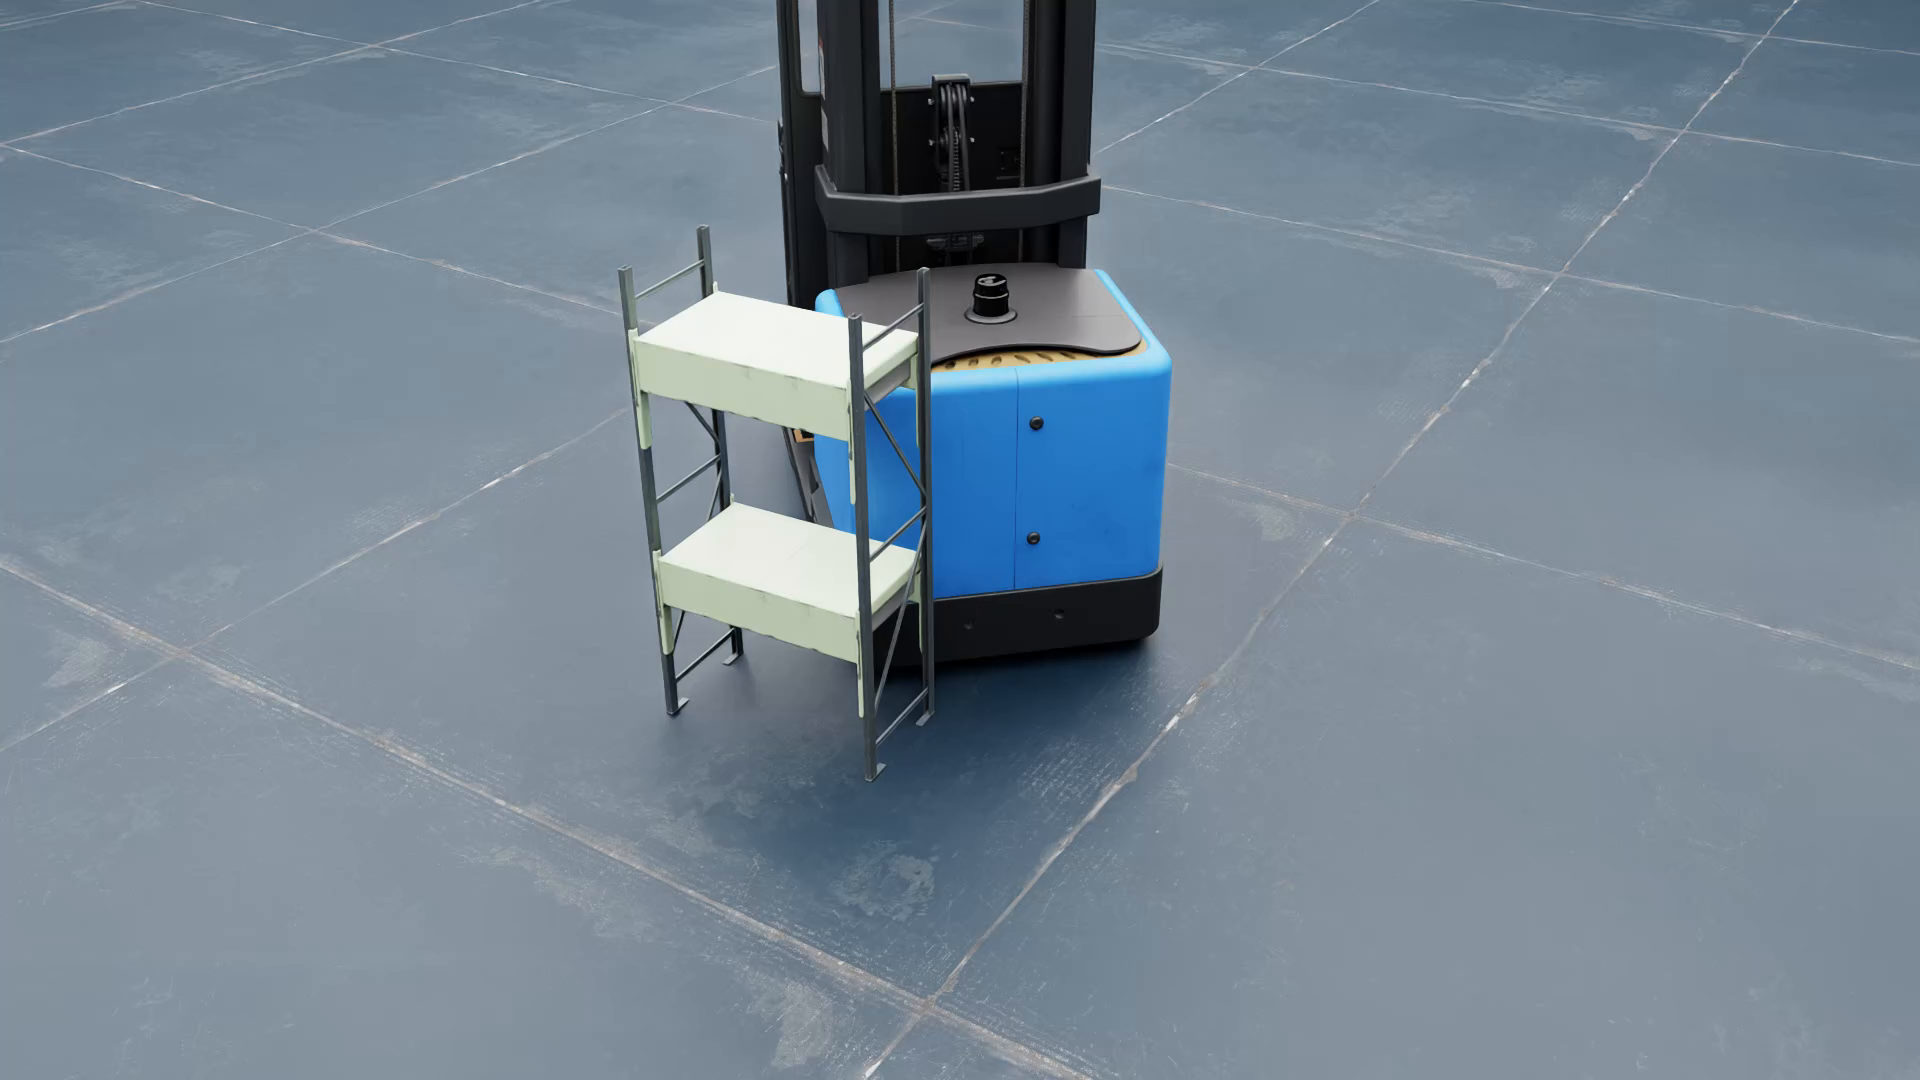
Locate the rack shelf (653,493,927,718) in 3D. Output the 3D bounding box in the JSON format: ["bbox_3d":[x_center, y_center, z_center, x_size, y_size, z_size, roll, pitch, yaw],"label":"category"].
[{"bbox_3d":[-0.507,0.187,5.087,0.720,0.370,0.431,15,34,24],"label":"rack shelf"}]

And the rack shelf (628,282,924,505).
[{"bbox_3d":[-0.508,-0.431,4.725,0.720,0.370,0.431,15,34,24],"label":"rack shelf"}]

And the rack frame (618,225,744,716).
[{"bbox_3d":[-0.832,-0.180,5.069,0.023,1.500,0.400,15,34,24],"label":"rack frame"}]

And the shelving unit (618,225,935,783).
[{"bbox_3d":[-0.508,-0.094,4.922,0.755,1.500,0.431,15,34,24],"label":"shelving unit"}]

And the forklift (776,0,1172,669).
[{"bbox_3d":[-0.126,-1.577,6.045,1.130,2.935,3.031,-6,31,-10],"label":"forklift"}]

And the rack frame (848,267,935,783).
[{"bbox_3d":[-0.184,-0.008,4.775,0.023,1.500,0.400,15,34,24],"label":"rack frame"}]
